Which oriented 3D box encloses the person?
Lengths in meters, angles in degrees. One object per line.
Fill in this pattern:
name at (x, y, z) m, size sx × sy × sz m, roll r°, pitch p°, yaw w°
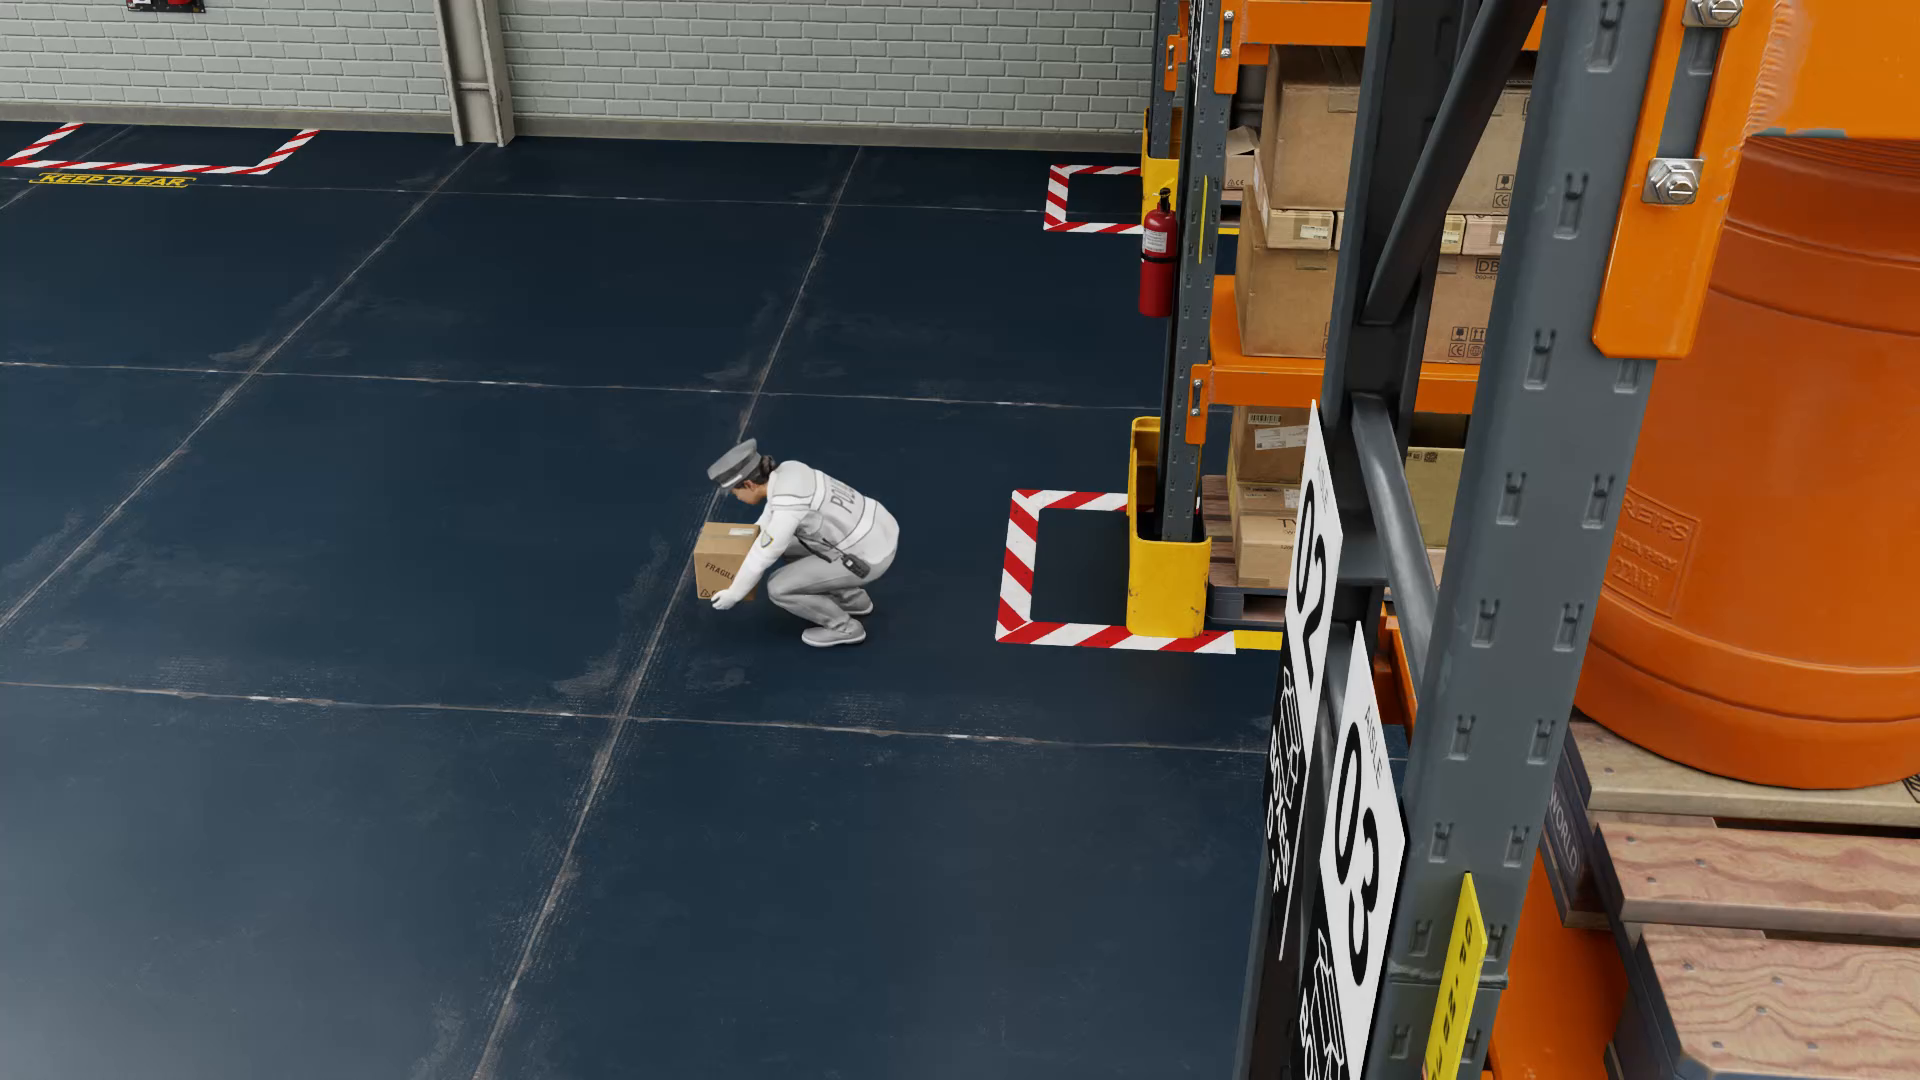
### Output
person at (-0.687, -0.009, 7.318) m, size 0.825 × 0.964 × 0.495 m, roll 3°, pitch 32°, yaw 4°
